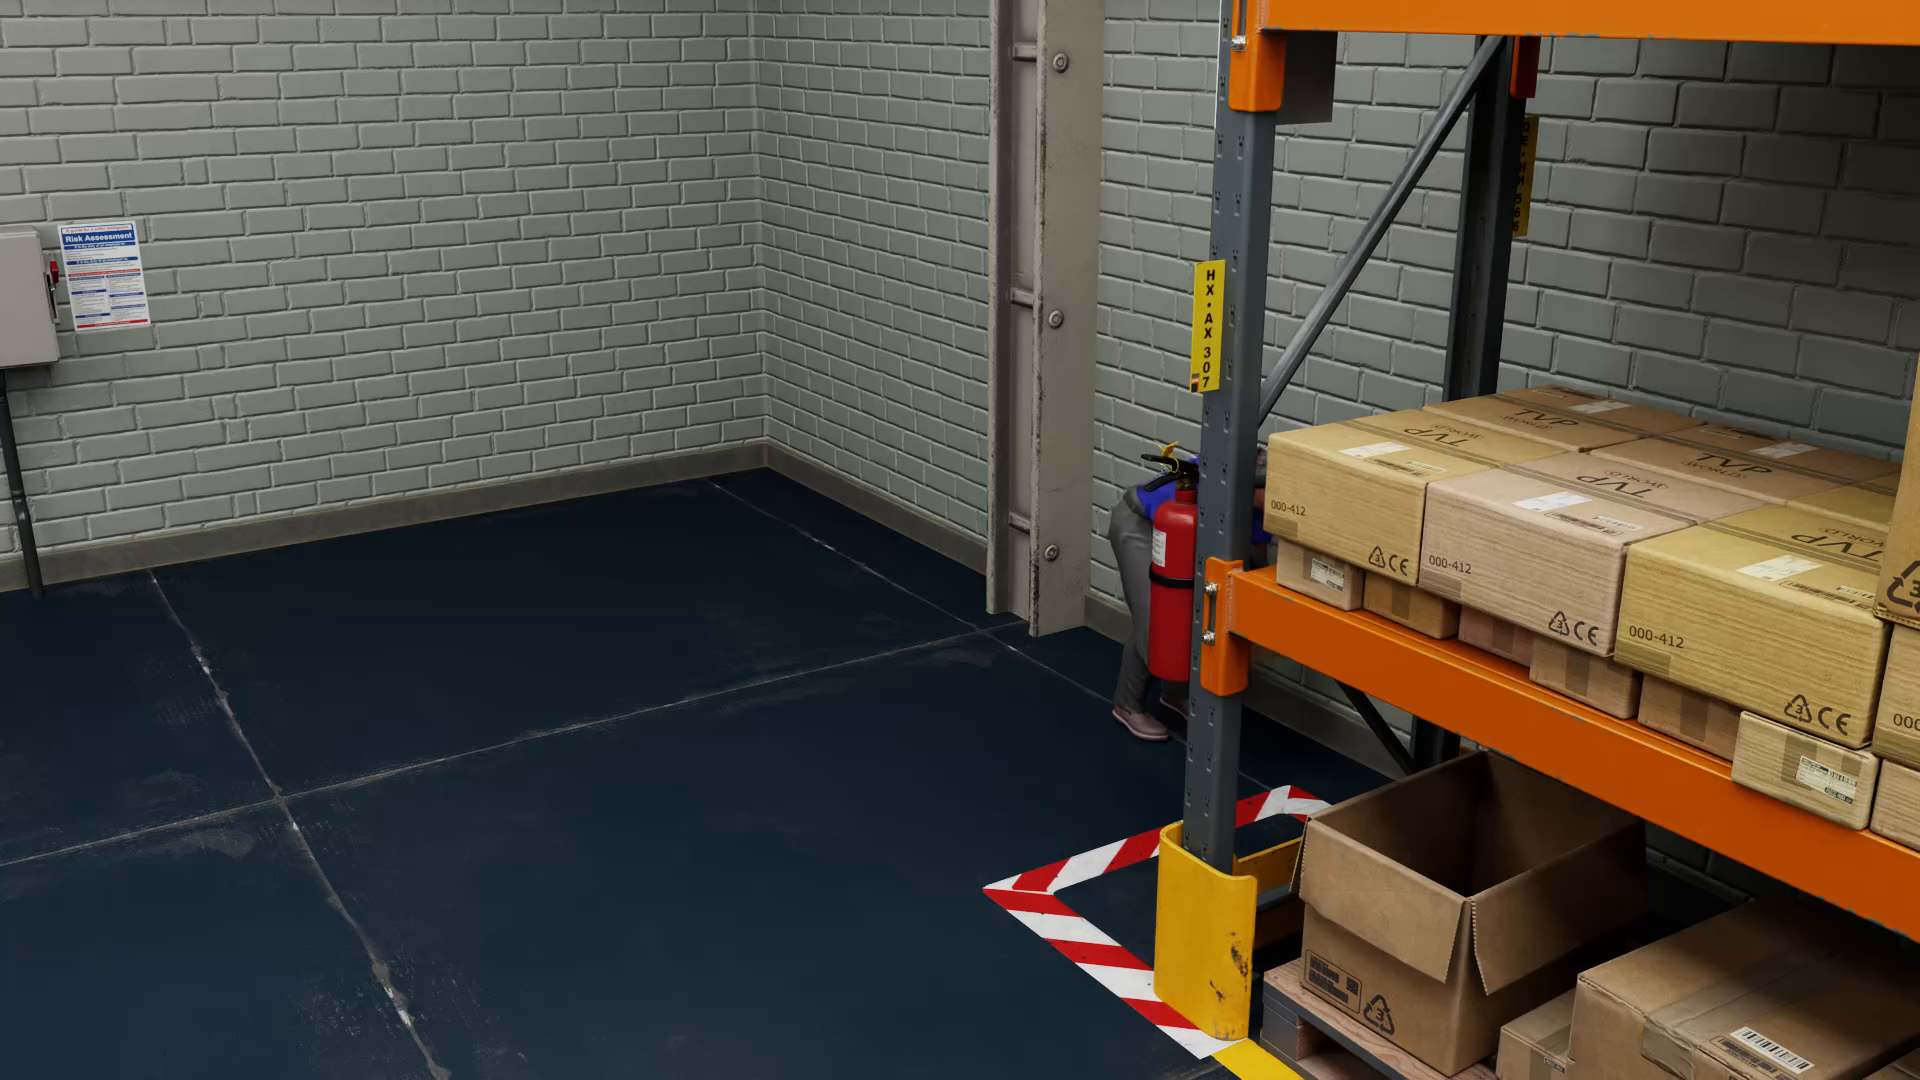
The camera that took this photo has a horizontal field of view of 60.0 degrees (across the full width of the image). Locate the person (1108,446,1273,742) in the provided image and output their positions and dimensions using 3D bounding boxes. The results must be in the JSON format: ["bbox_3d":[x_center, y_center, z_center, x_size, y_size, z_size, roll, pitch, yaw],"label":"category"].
[{"bbox_3d":[0.910,0.184,6.207,0.431,1.225,0.823,-13,22,-34],"label":"person"}]
